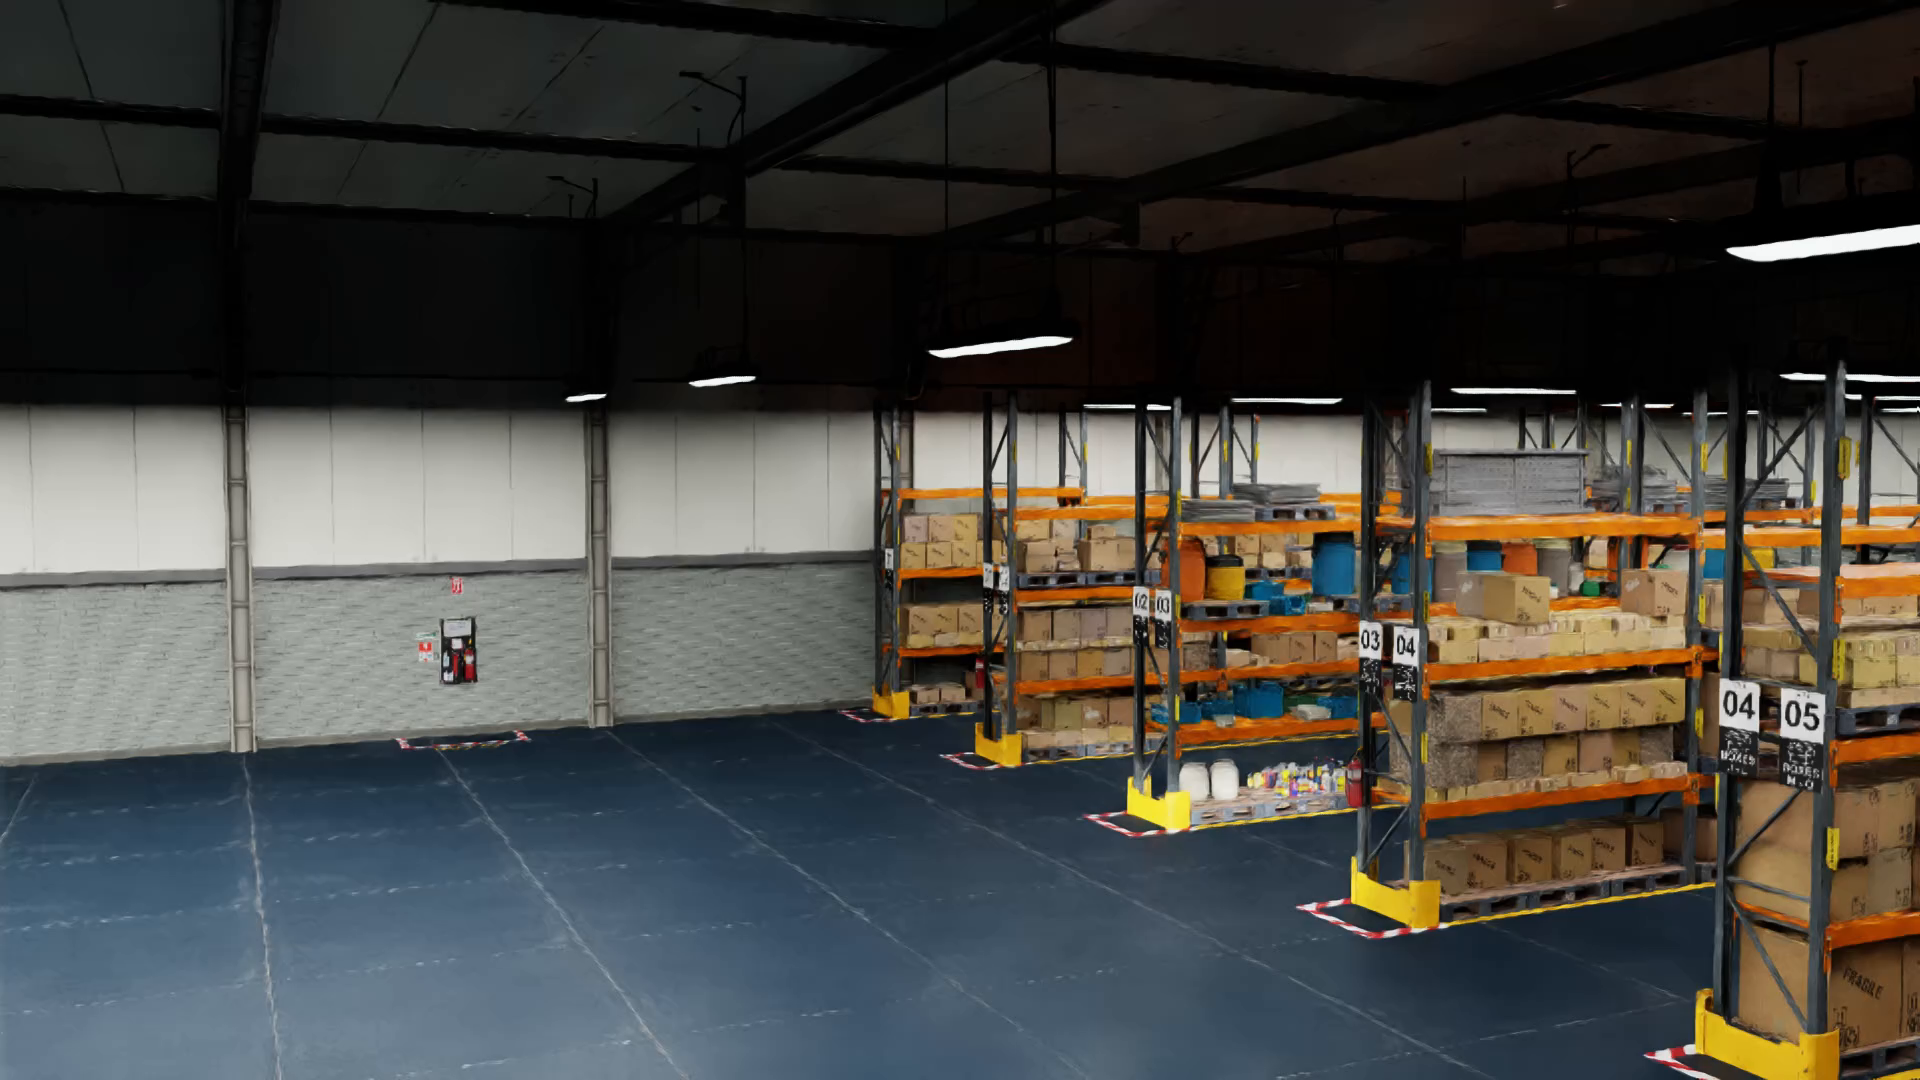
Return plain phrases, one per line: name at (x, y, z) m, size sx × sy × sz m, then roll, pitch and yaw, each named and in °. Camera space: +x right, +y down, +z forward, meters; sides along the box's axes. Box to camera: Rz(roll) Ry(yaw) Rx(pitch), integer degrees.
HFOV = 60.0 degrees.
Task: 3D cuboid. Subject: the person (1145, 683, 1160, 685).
person at (3.586, 2.518, 30.896) m, size 0.578 × 1.714 × 0.719 m, roll -2°, pitch 4°, yaw -25°
